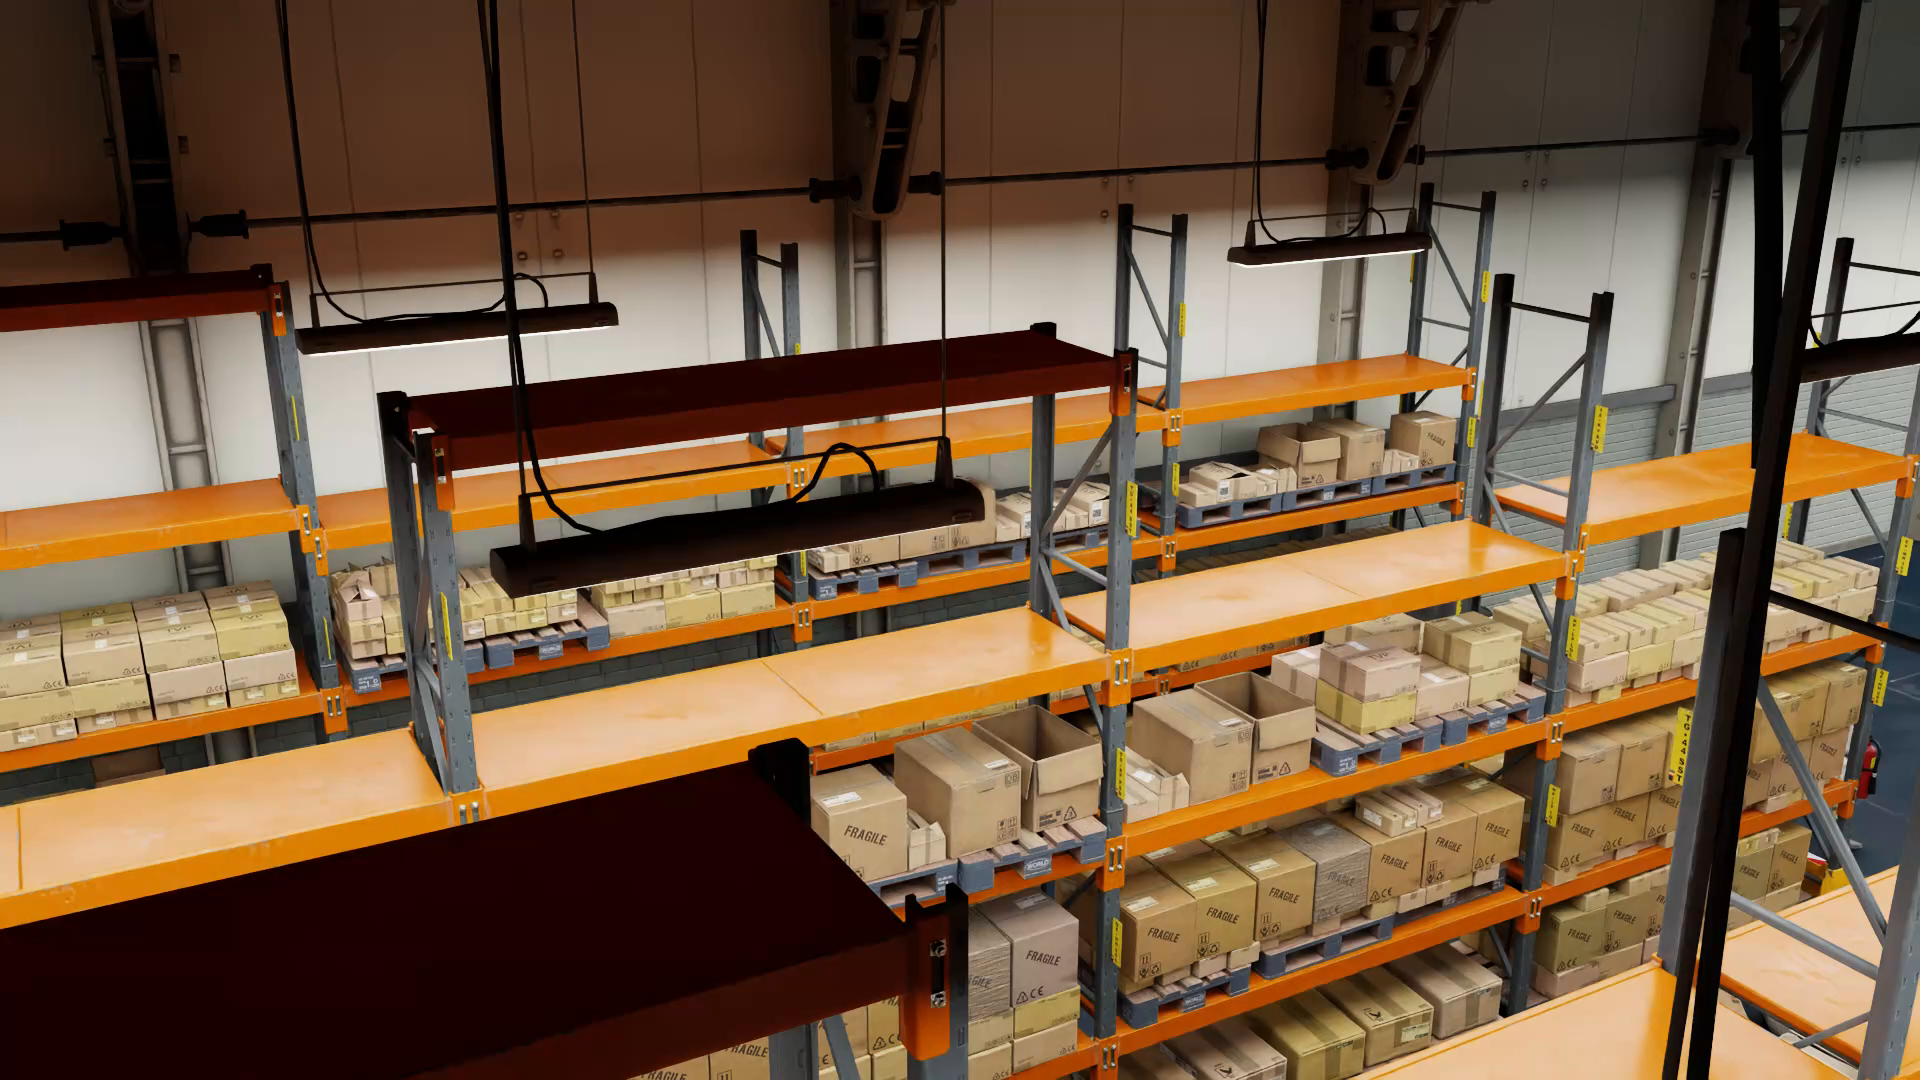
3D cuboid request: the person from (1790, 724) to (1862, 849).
[{"bbox_3d":[8.531,2.129,16.215,0.638,1.779,0.714,-13,22,-34],"label":"person"}]
